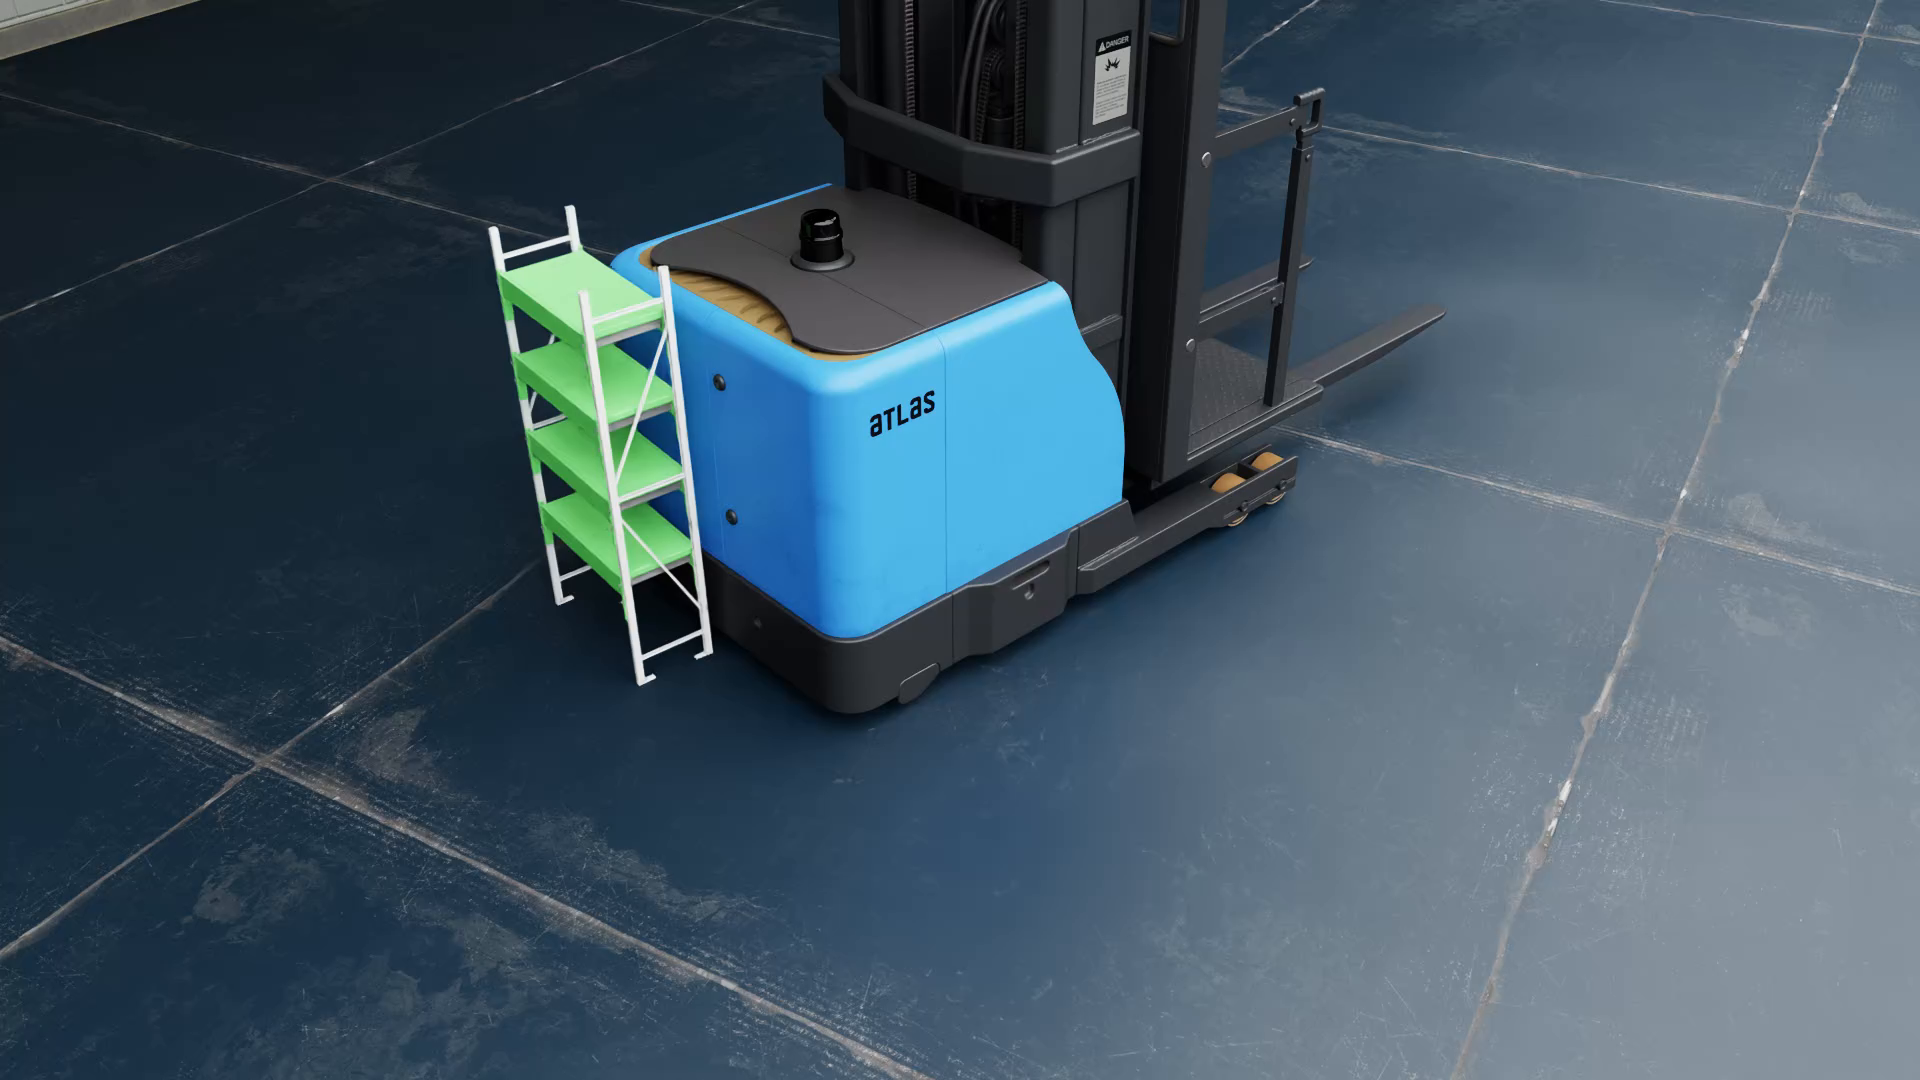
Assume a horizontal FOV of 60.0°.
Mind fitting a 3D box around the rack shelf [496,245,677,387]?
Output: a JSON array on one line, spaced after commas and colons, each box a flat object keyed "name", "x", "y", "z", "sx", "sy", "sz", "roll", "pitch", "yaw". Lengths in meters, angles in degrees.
[{"name": "rack shelf", "x": -0.966, "y": -0.586, "z": 4.293, "sx": 0.258, "sy": 0.148, "sz": 0.480, "roll": -24, "pitch": 41, "yaw": -31}]

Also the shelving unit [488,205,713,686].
[{"name": "shelving unit", "x": -0.963, "y": -0.241, "z": 4.526, "sx": 0.258, "sy": 1.200, "sz": 0.503, "roll": -24, "pitch": 41, "yaw": -31}]

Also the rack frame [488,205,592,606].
[{"name": "rack frame", "x": -1.114, "y": -0.347, "z": 4.685, "sx": 0.240, "sy": 1.200, "sz": 0.015, "roll": -24, "pitch": 41, "yaw": -31}]

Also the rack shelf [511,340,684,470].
[{"name": "rack shelf", "x": -0.964, "y": -0.387, "z": 4.428, "sx": 0.258, "sy": 0.148, "sz": 0.480, "roll": -24, "pitch": 41, "yaw": -31}]

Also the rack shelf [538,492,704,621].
[{"name": "rack shelf", "x": -0.960, "y": 0.011, "z": 4.697, "sx": 0.258, "sy": 0.148, "sz": 0.480, "roll": -24, "pitch": 41, "yaw": -31}]

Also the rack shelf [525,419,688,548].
[{"name": "rack shelf", "x": -0.962, "y": -0.188, "z": 4.562, "sx": 0.258, "sy": 0.148, "sz": 0.480, "roll": -24, "pitch": 41, "yaw": -31}]

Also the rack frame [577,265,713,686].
[{"name": "rack frame", "x": -0.811, "y": -0.135, "z": 4.367, "sx": 0.240, "sy": 1.200, "sz": 0.015, "roll": -24, "pitch": 41, "yaw": -31}]

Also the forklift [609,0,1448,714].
[{"name": "forklift", "x": 0.460, "y": -1.455, "z": 4.790, "sx": 3.031, "sy": 2.935, "sz": 1.130, "roll": -27, "pitch": 42, "yaw": -34}]
